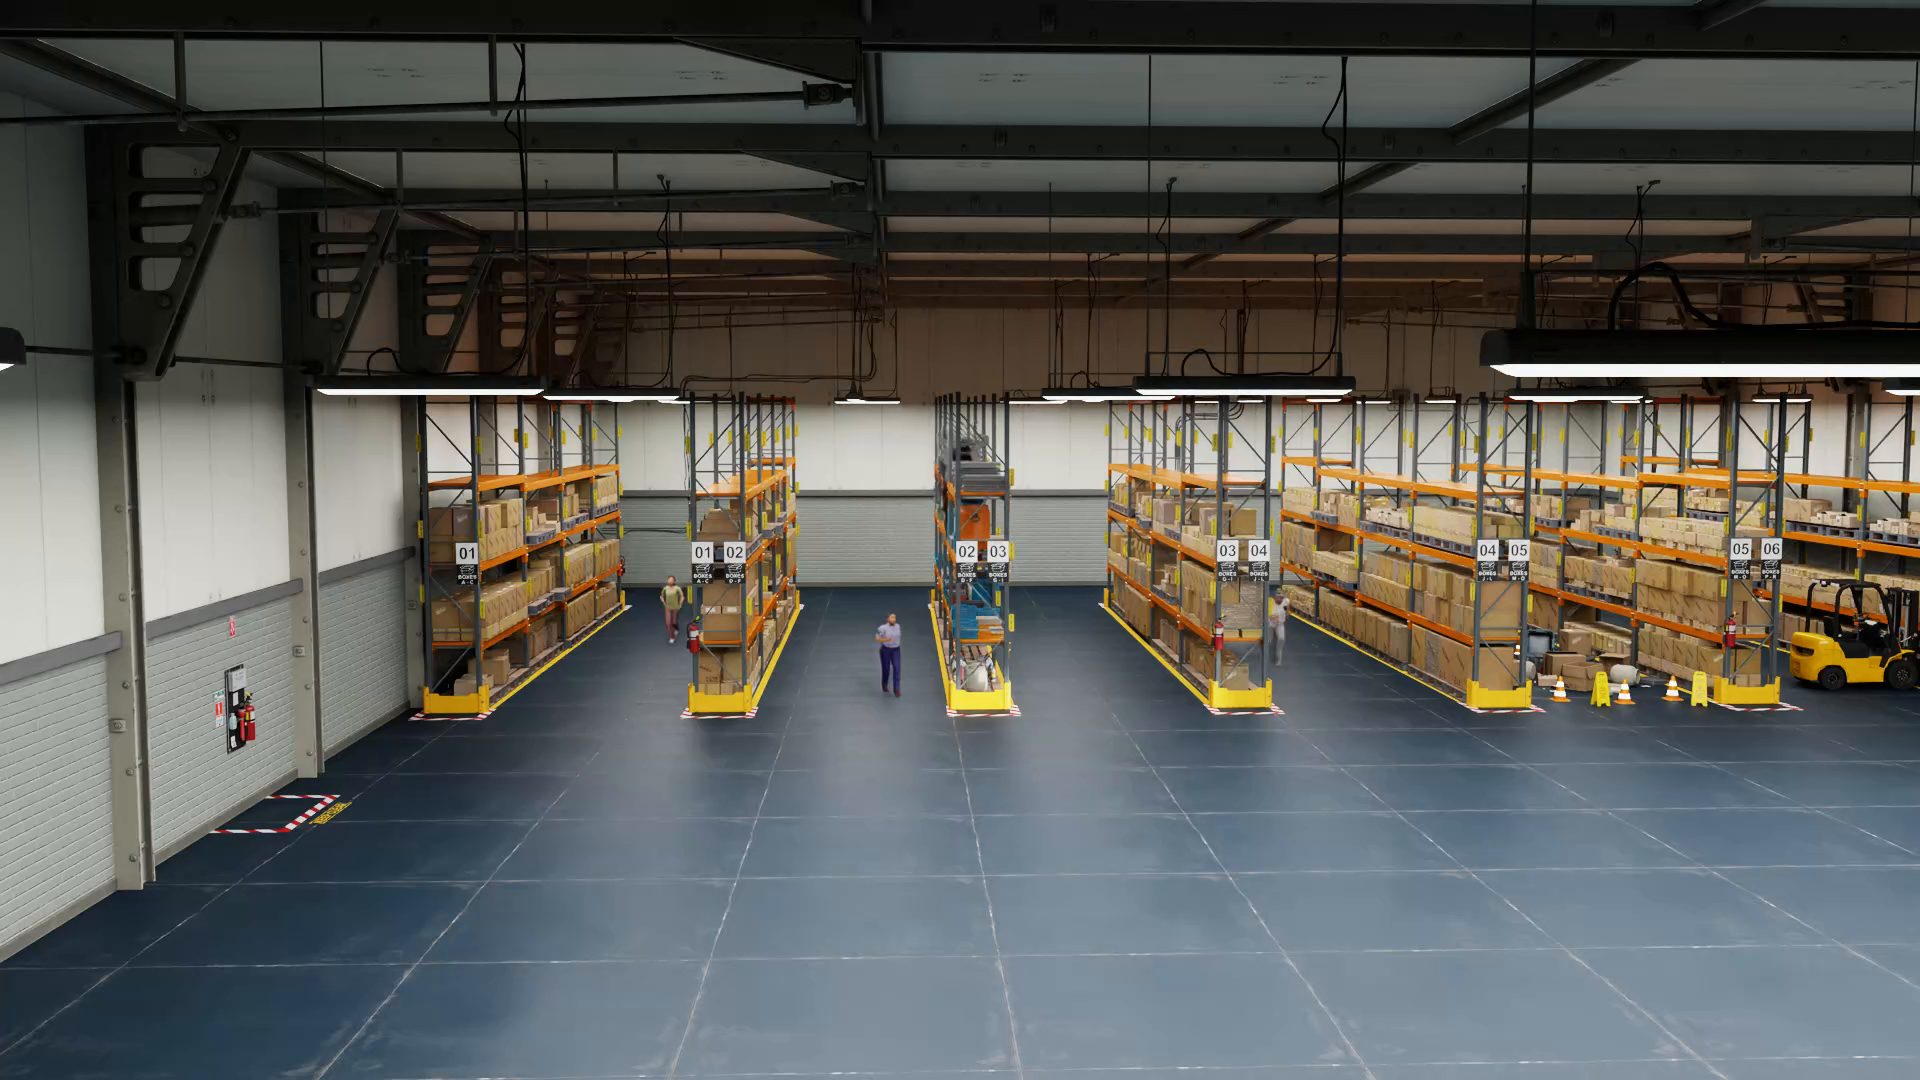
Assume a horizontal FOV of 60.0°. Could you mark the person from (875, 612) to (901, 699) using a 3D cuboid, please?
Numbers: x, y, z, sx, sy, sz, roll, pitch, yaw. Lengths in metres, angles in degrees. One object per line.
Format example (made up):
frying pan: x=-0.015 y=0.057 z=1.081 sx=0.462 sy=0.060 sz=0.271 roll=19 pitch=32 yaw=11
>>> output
person: x=-1.411 y=2.271 z=32.961 sx=0.581 sy=1.697 sz=0.826 roll=-2 pitch=5 yaw=-19

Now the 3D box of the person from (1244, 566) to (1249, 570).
person: x=7.936 y=1.270 z=45.584 sx=0.566 sy=1.626 sz=0.574 roll=0 pitch=5 yaw=-1

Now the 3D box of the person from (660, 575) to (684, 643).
person: x=-7.023 y=1.673 z=40.541 sx=0.581 sy=1.633 sz=0.599 roll=0 pitch=5 yaw=-1

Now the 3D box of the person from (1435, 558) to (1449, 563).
person: x=14.271 y=0.960 z=49.033 sx=0.724 sy=1.738 sz=0.577 roll=-1 pitch=5 yaw=-8

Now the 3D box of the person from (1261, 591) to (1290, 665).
person: x=7.022 y=1.950 z=37.226 sx=0.707 sy=1.718 sz=1.018 roll=-1 pitch=5 yaw=-12
